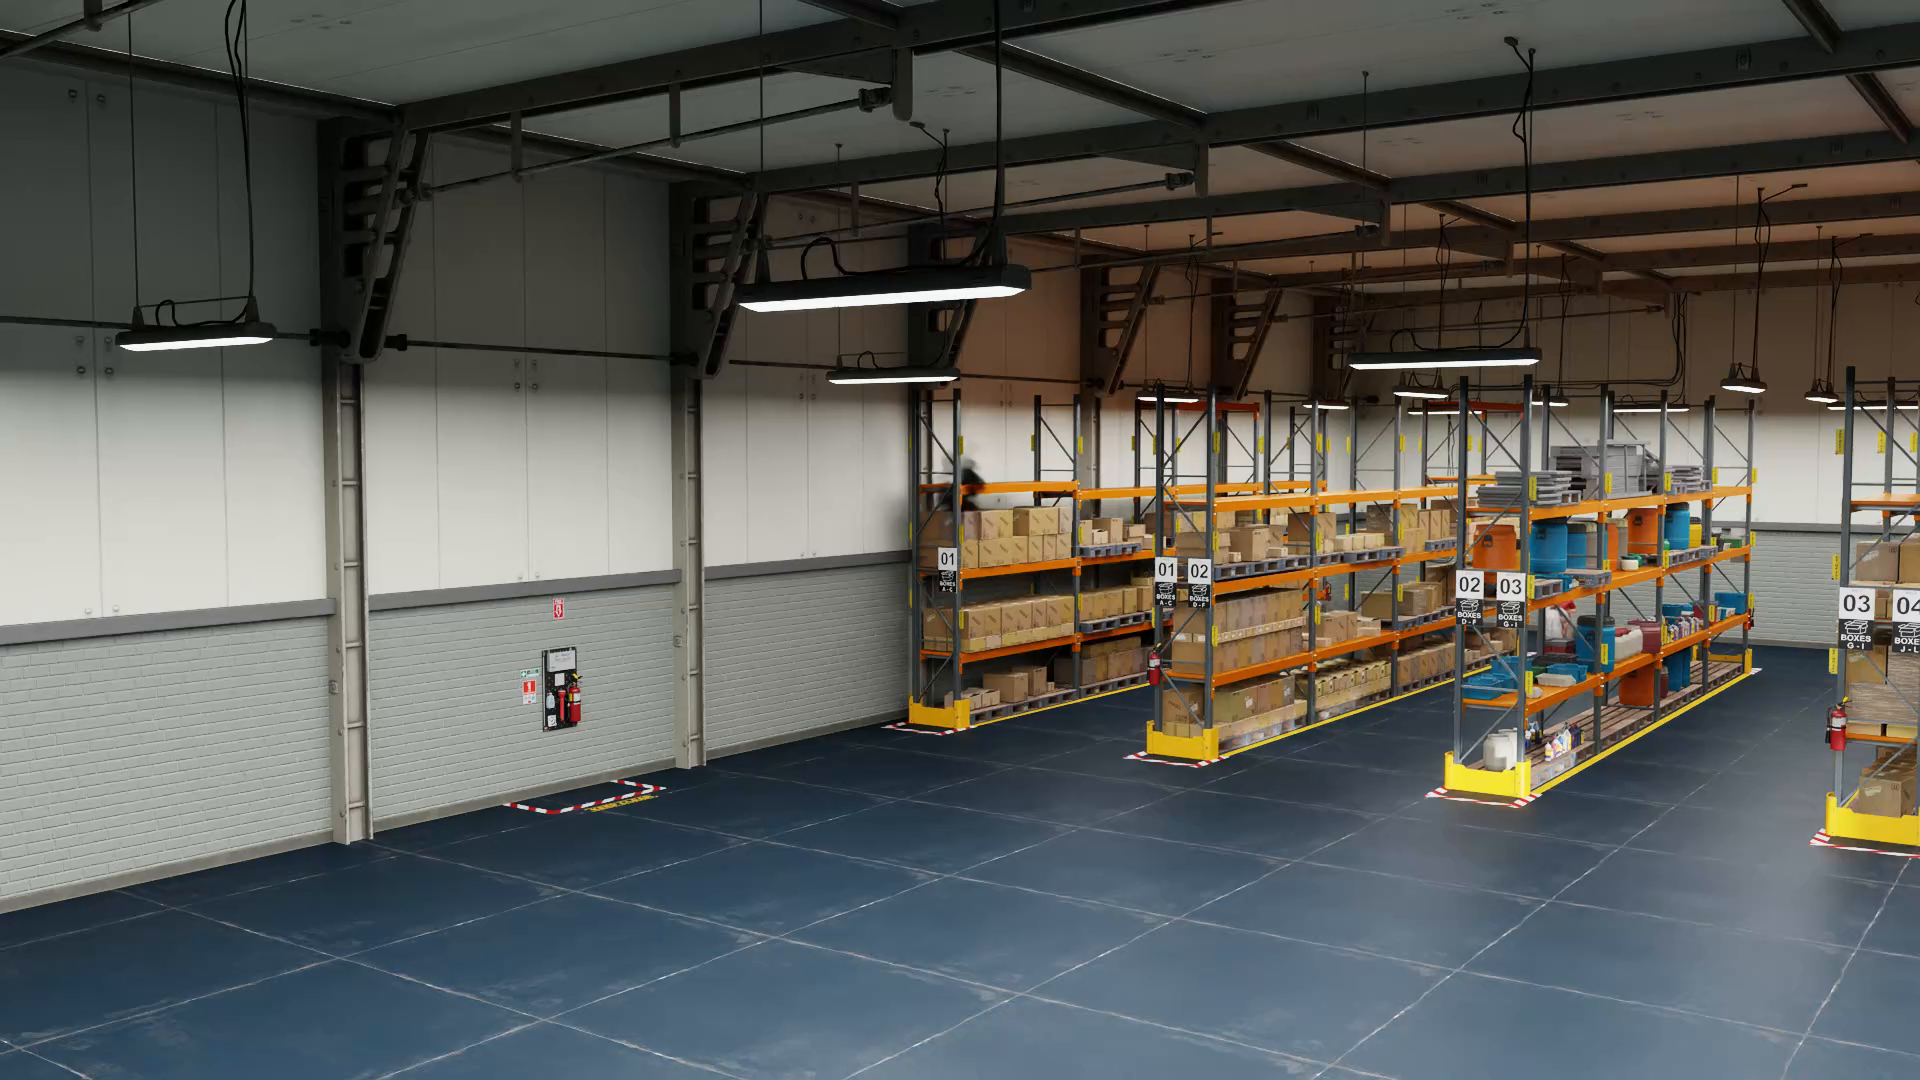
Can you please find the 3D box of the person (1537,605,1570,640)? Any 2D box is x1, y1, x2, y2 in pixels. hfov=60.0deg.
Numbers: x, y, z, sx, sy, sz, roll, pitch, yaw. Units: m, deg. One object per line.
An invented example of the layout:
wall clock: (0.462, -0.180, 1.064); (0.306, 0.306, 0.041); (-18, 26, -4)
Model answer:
person: (12.812, 2.081, 35.958); (0.644, 1.820, 0.710); (2, 4, 25)

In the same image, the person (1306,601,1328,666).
person: (7.619, 2.143, 35.472); (0.590, 1.709, 0.844); (2, 4, 31)

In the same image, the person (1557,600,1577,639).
person: (13.834, 1.989, 38.256); (0.658, 1.801, 0.749); (2, 4, 25)
